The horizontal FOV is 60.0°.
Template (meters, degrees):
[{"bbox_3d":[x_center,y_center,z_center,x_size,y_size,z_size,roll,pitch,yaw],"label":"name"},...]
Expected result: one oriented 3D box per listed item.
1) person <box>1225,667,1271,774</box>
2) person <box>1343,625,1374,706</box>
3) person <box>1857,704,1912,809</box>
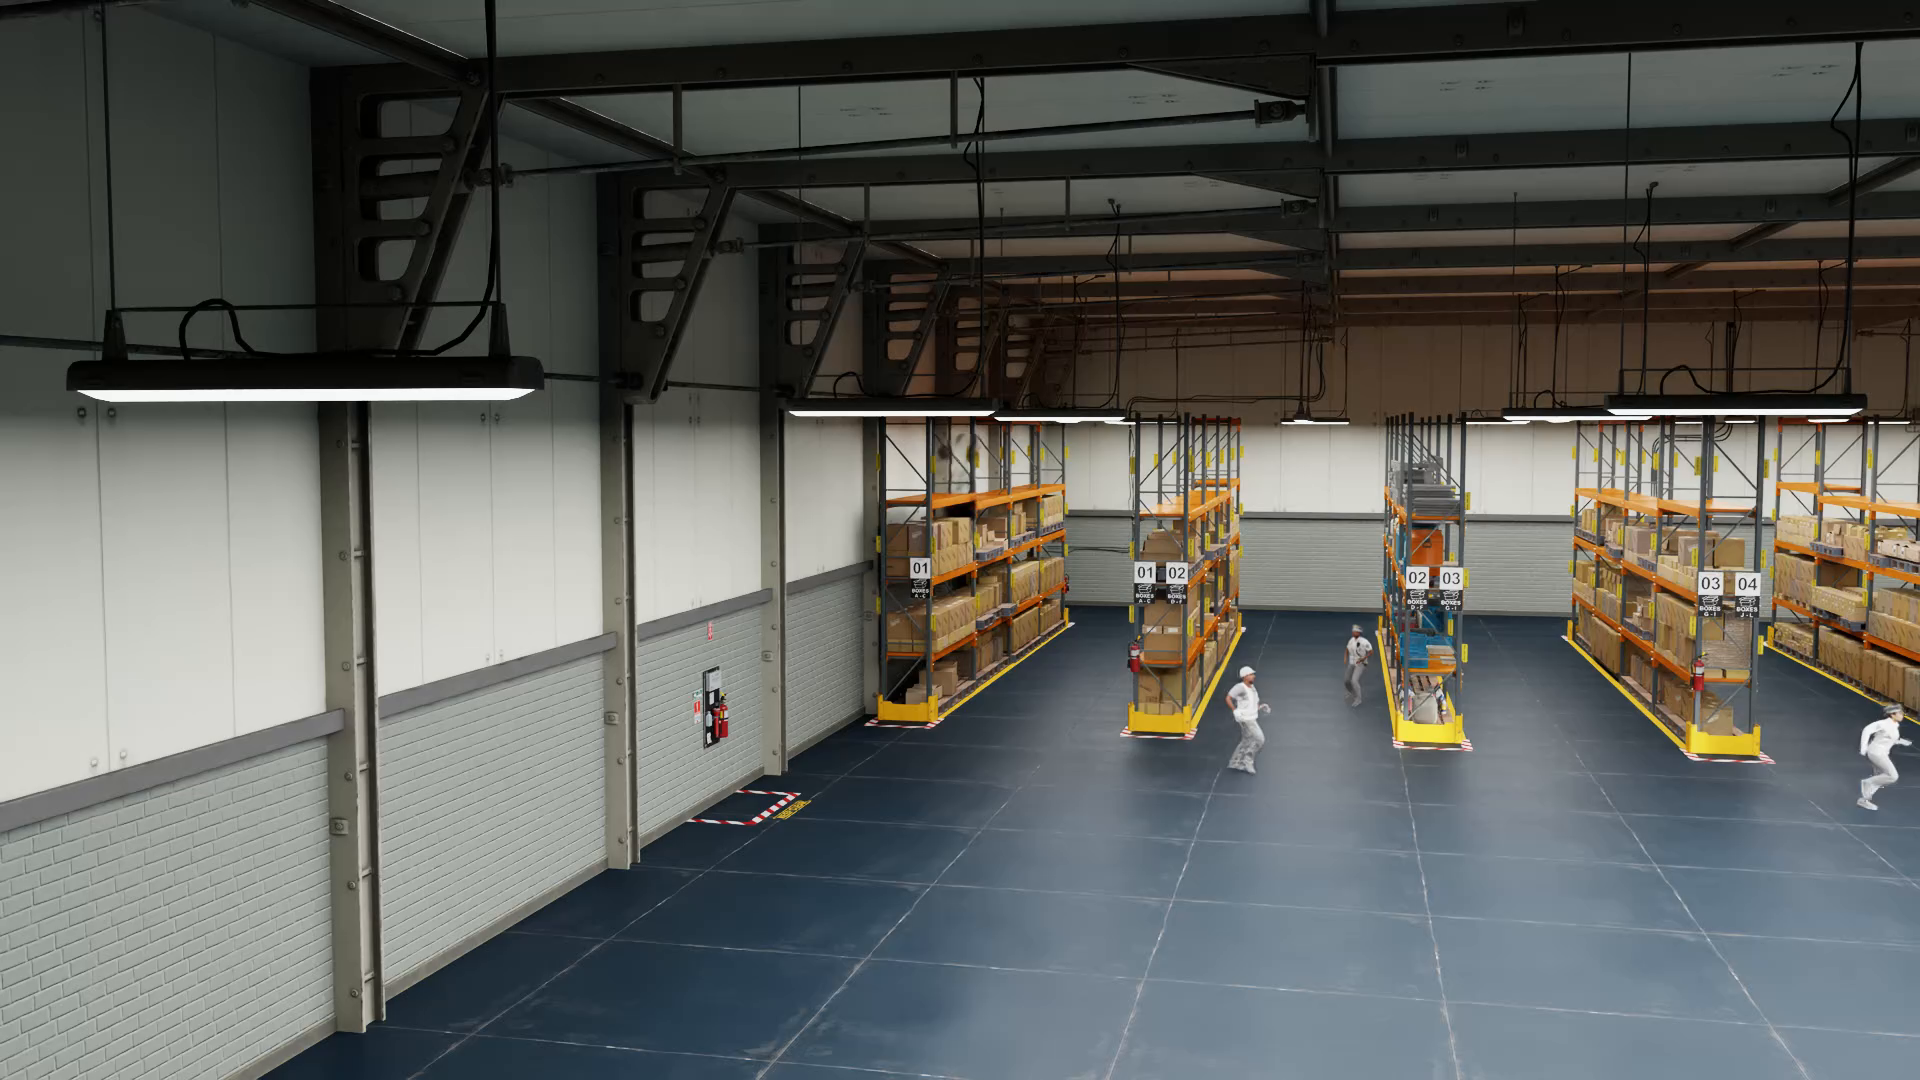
[{"bbox_3d":[4.775,2.988,27.539,0.693,1.773,0.693,2,4,27],"label":"person"},{"bbox_3d":[8.205,2.589,34.484,0.671,1.696,0.809,-3,5,-41],"label":"person"},{"bbox_3d":[13.841,3.238,24.885,0.680,1.612,0.602,3,5,41],"label":"person"}]
